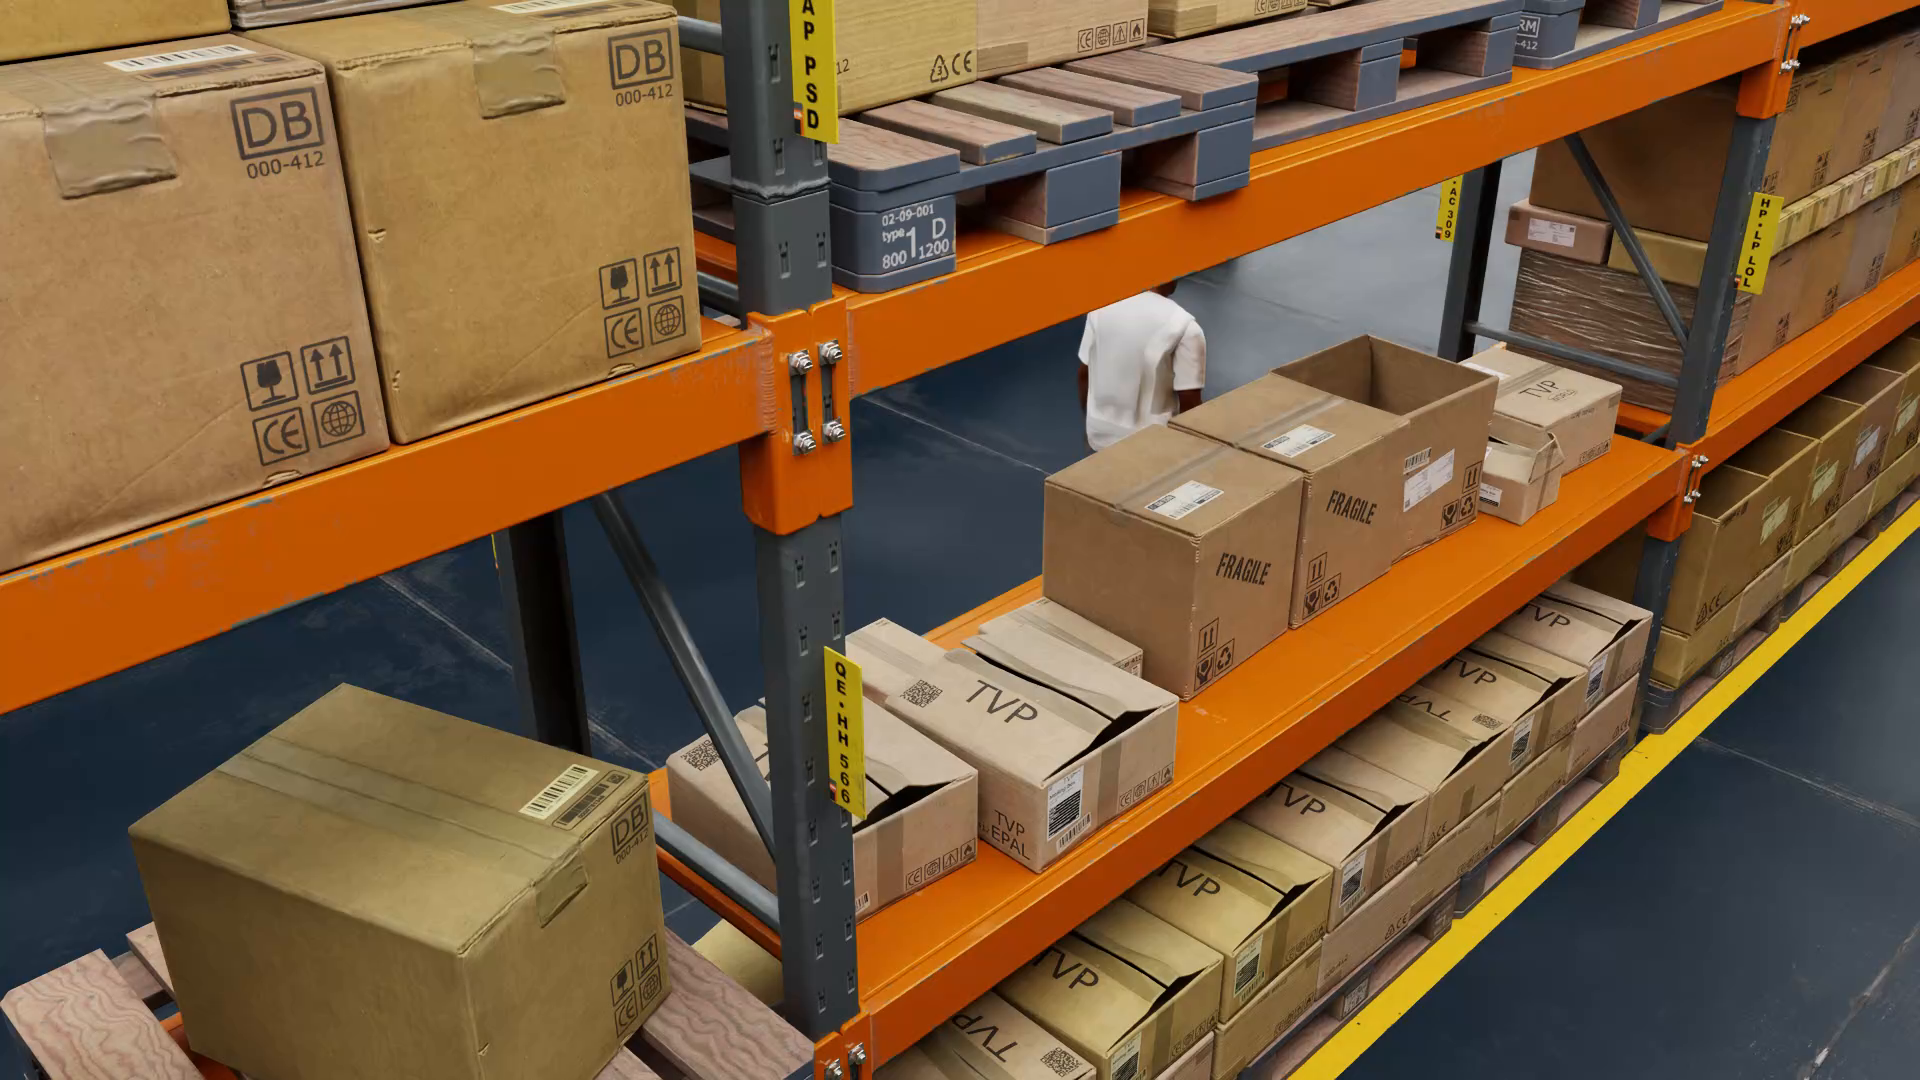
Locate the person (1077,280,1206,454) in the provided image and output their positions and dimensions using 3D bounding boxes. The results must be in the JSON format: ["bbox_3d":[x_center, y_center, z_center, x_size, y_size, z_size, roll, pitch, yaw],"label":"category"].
[{"bbox_3d":[0.769,-0.430,6.924,0.622,1.759,0.462,23,35,37],"label":"person"}]
